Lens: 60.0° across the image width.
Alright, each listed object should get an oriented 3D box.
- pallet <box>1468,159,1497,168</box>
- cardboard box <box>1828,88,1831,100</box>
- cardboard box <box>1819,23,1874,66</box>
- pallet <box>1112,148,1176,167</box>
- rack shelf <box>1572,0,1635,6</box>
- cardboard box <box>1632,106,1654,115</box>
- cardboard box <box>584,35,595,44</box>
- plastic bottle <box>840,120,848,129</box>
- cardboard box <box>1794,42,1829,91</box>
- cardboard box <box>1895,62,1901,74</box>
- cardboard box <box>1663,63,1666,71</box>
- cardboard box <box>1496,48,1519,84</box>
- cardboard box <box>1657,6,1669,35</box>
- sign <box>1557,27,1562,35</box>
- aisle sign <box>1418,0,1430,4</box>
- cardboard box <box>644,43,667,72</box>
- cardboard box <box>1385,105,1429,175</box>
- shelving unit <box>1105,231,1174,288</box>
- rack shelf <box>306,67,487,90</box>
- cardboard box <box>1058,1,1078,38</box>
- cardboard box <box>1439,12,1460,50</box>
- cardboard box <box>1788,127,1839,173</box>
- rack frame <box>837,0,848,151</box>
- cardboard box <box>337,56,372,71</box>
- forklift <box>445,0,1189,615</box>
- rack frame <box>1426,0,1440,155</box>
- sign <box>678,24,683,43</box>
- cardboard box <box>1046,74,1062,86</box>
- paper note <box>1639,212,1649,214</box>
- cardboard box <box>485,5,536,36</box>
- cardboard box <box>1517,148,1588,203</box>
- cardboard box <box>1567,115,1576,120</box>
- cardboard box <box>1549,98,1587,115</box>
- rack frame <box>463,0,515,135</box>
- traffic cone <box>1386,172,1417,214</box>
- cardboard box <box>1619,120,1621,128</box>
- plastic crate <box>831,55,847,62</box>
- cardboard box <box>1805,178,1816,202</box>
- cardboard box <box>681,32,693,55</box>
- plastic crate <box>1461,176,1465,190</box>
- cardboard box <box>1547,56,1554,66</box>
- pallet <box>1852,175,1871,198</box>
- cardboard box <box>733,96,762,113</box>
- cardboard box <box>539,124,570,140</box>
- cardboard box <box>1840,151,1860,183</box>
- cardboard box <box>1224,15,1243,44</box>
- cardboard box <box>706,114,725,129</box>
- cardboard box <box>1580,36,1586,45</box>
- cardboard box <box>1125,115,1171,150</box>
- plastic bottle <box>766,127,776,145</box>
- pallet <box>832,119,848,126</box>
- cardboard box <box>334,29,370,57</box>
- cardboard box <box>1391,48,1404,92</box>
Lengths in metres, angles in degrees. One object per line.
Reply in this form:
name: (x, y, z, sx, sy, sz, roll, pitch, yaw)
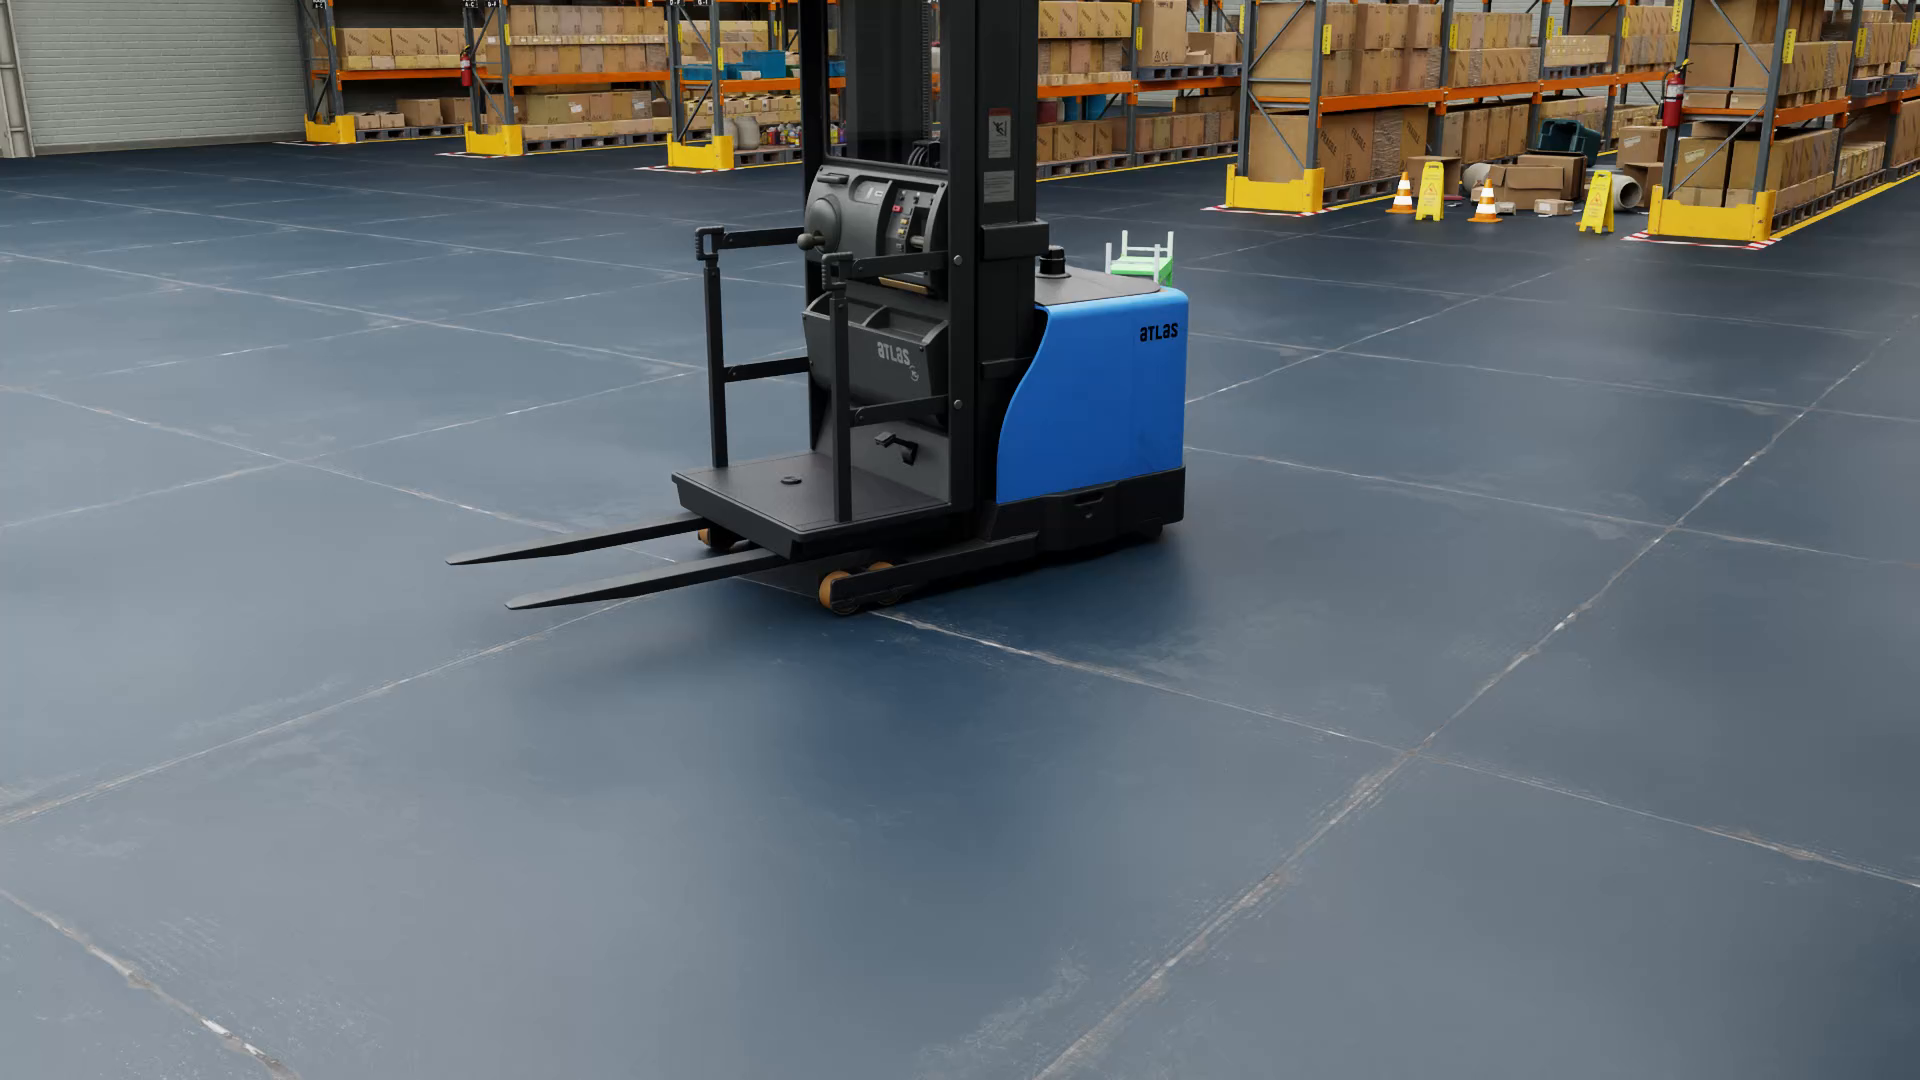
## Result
pallet: (7.340, -5.592, 24.895, 1.003, 0.211, 1.213, 12, 21, 35)
cardboard box: (9.942, -5.225, 19.435, 0.380, 0.149, 0.250, 13, 21, 35)
cardboard box: (10.760, -6.036, 20.243, 0.500, 0.500, 0.500, 13, 22, 36)
pallet: (2.754, -6.189, 26.819, 1.003, 0.211, 1.213, 12, 21, 35)
rack shelf: (12.173, -9.906, 30.239, 1.077, 0.370, 4.000, 12, 21, 35)
cardboard box: (12.799, -8.061, 31.240, 0.380, 0.149, 0.250, 11, 21, 33)
cardboard box: (-6.722, -8.913, 29.625, 0.380, 0.149, 0.250, 13, 21, 35)
plastic bottle: (-1.954, -6.977, 28.377, 0.144, 0.351, 0.185, 12, 21, 35)
cardboard box: (9.277, -5.253, 18.432, 0.500, 0.500, 0.500, 12, 21, 34)
cardboard box: (12.411, -6.353, 22.360, 0.380, 0.149, 0.250, 12, 21, 34)
cardboard box: (13.082, -8.930, 31.367, 0.380, 0.149, 0.250, 12, 21, 34)
cardboard box: (7.949, -7.043, 24.697, 0.500, 0.500, 0.500, 12, 21, 34)
cardboard box: (12.687, -9.561, 30.619, 0.500, 0.500, 0.500, 14, 22, 37)
sign: (10.541, -8.848, 29.218, 0.100, 0.325, 0.005, 12, 21, 35)
aisle sign: (9.725, -11.399, 34.510, 0.394, 0.787, 0.004, 12, 21, 35)
cardboard box: (-5.922, -9.028, 31.088, 0.700, 0.500, 0.500, 12, 21, 33)
cardboard box: (5.784, -5.483, 22.718, 0.875, 0.875, 0.875, 13, 21, 36)
shelving unit: (0.839, -0.830, 7.894, 0.258, 1.200, 0.503, 4, 18, 13)
rack shelf: (-10.834, -9.141, 32.836, 1.077, 0.370, 4.000, 12, 21, 35)
cardboard box: (1.348, -7.490, 23.950, 0.500, 0.500, 0.500, 12, 21, 35)
cardboard box: (6.506, -7.079, 23.129, 0.700, 0.500, 0.500, 12, 21, 34)
cardboard box: (10.113, -4.641, 19.796, 0.500, 0.500, 0.500, 12, 21, 34)
rack frame: (-1.686, -8.211, 28.626, 1.000, 3.000, 0.127, 12, 21, 35)
cardboard box: (-11.480, -9.007, 31.408, 0.500, 0.250, 0.500, 12, 21, 33)
forklift: (-0.511, -1.292, 6.462, 3.031, 2.935, 1.130, -12, 21, -34)
rack frame: (6.212, -6.435, 22.909, 0.949, 2.616, 0.053, 12, 21, 35)
sign: (-5.216, -9.440, 30.992, 0.100, 0.325, 0.005, 12, 21, 35)
cardboard box: (1.241, -6.629, 23.955, 0.380, 0.149, 0.250, 12, 21, 35)
paper note: (8.094, -3.869, 19.652, 0.142, 0.019, 0.148, 5, 18, 16)
cardboard box: (-7.726, -8.923, 28.563, 0.700, 0.500, 0.500, 13, 21, 35)
cardboard box: (7.431, -4.594, 20.960, 0.797, 0.637, 0.503, 12, 21, 35)
cardboard box: (9.823, -6.761, 27.465, 0.500, 0.500, 0.500, 12, 21, 33)
cardboard box: (10.120, -7.235, 27.725, 0.500, 0.250, 0.500, 11, 21, 32)
rack frame: (-8.046, -8.134, 28.379, 1.000, 3.000, 0.127, 12, 21, 35)
traffic cone: (5.288, -4.146, 19.815, 0.336, 0.463, 0.334, 12, 21, 35)
cardboard box: (11.649, -7.492, 29.908, 0.380, 0.149, 0.250, 12, 21, 34)
plastic crate: (-2.100, -8.079, 28.306, 0.767, 0.338, 0.504, 12, 21, 35)
cardboard box: (9.498, -4.034, 19.106, 0.500, 0.250, 0.500, 13, 21, 36)
cardboard box: (-6.445, -11.307, 37.892, 0.500, 0.500, 0.500, 13, 22, 36)
plastic crate: (7.163, -4.847, 22.437, 0.662, 0.188, 0.450, -7, 9, -22)
cardboard box: (9.187, -7.603, 26.384, 0.380, 0.149, 0.250, 14, 22, 37)
pallet: (11.439, -4.730, 22.120, 1.003, 0.211, 1.213, 12, 21, 35)
cardboard box: (-4.301, -8.663, 33.065, 0.500, 0.311, 0.500, 13, 22, 36)
cardboard box: (-7.252, -7.230, 29.395, 0.500, 0.250, 0.500, 12, 21, 35)
cardboard box: (10.986, -4.827, 21.453, 0.950, 0.372, 0.625, 14, 22, 38)
cardboard box: (5.123, -8.986, 29.263, 0.797, 0.503, 0.637, 13, 22, 37)
cardboard box: (-4.917, -8.148, 32.352, 0.500, 0.250, 0.500, 13, 22, 36)
cardboard box: (10.122, -8.265, 27.512, 0.380, 0.149, 0.250, 11, 21, 32)
cardboard box: (2.974, -6.604, 26.927, 0.700, 0.500, 0.500, 12, 21, 34)
plastic bottle: (-3.155, -6.737, 27.732, 0.152, 0.276, 0.135, 13, 21, 35)
pallet: (-2.804, -8.879, 35.480, 1.003, 0.211, 1.213, 12, 21, 35)
cardboard box: (-11.500, -9.365, 31.298, 0.500, 0.500, 0.500, 12, 21, 35)
cardboard box: (5.279, -6.174, 21.814, 0.875, 0.550, 0.550, 12, 21, 35)
